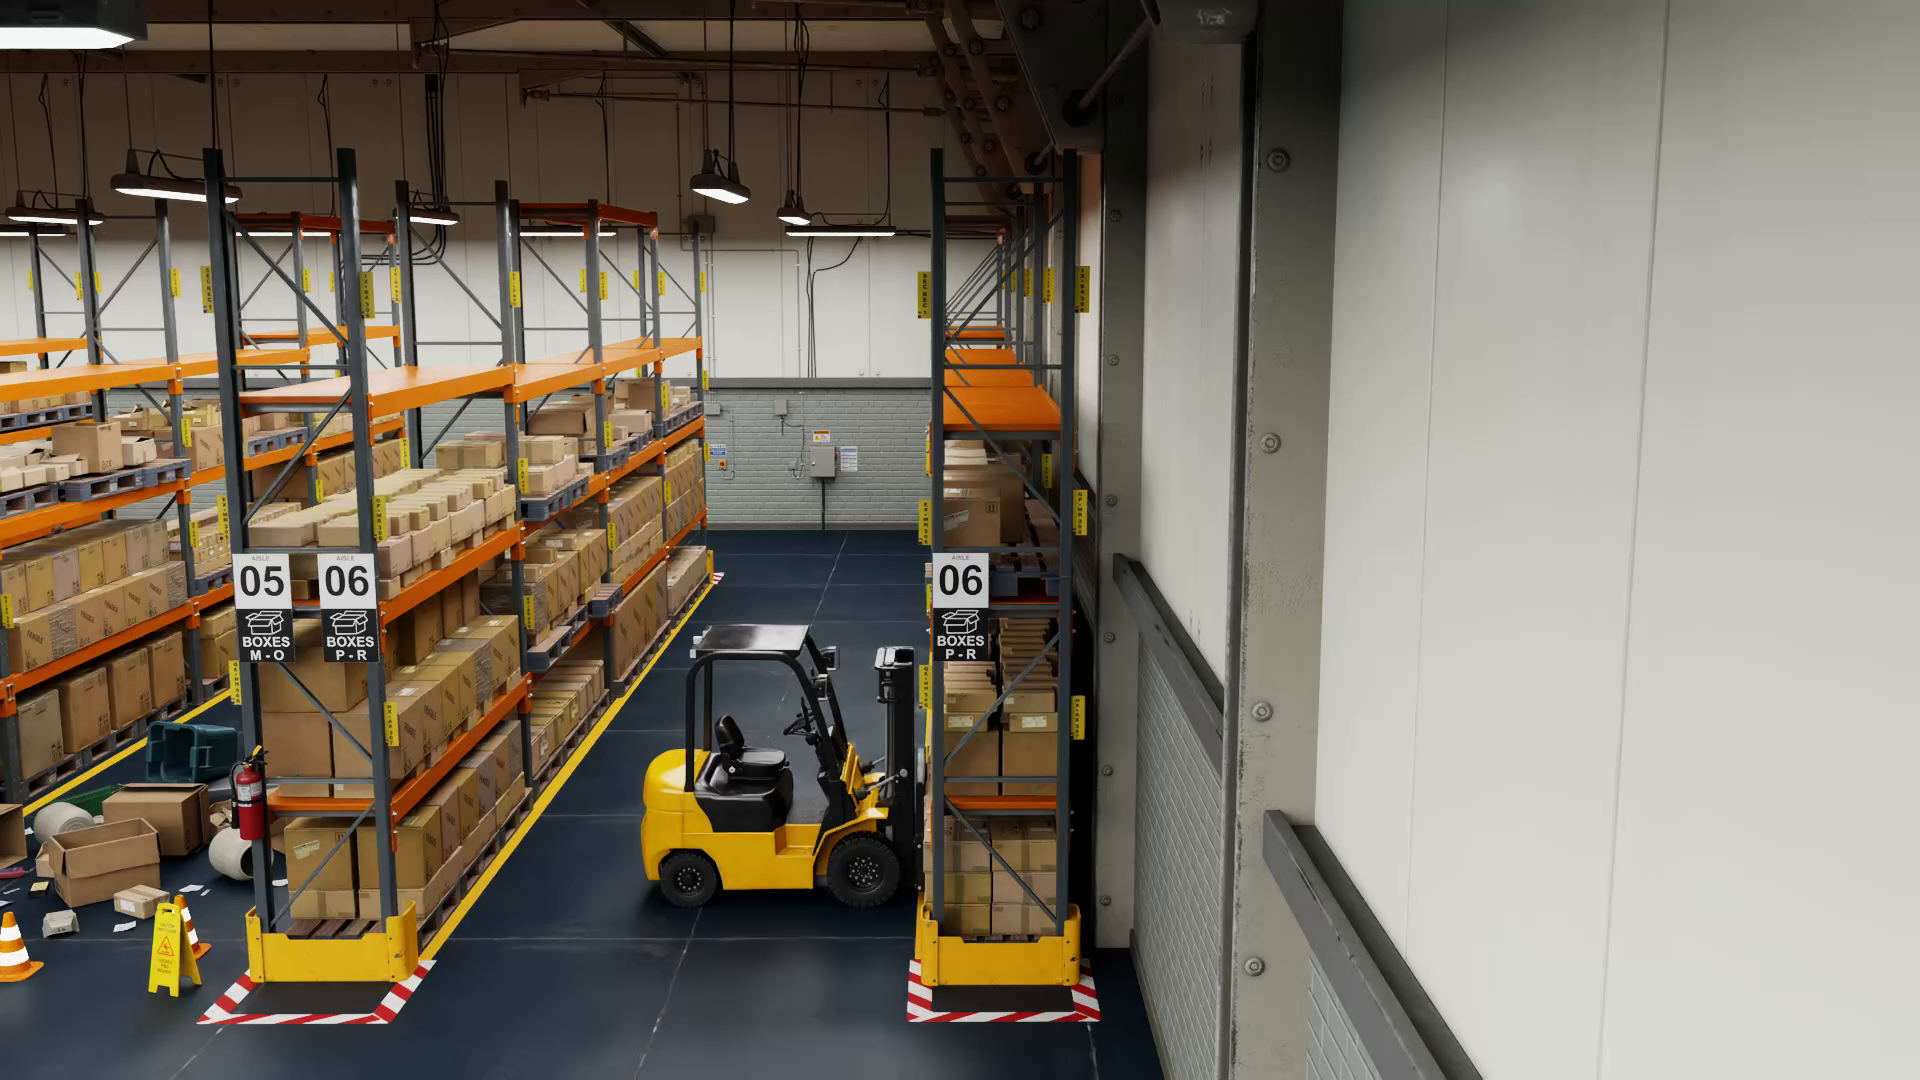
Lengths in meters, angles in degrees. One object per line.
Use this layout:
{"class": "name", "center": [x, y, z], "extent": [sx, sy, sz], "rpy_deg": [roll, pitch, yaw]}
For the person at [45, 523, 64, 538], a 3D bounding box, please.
{"class": "person", "center": [-13.023, 0.493, 24.263], "extent": [0.567, 1.687, 0.898], "rpy_deg": [1, 9, 6]}
